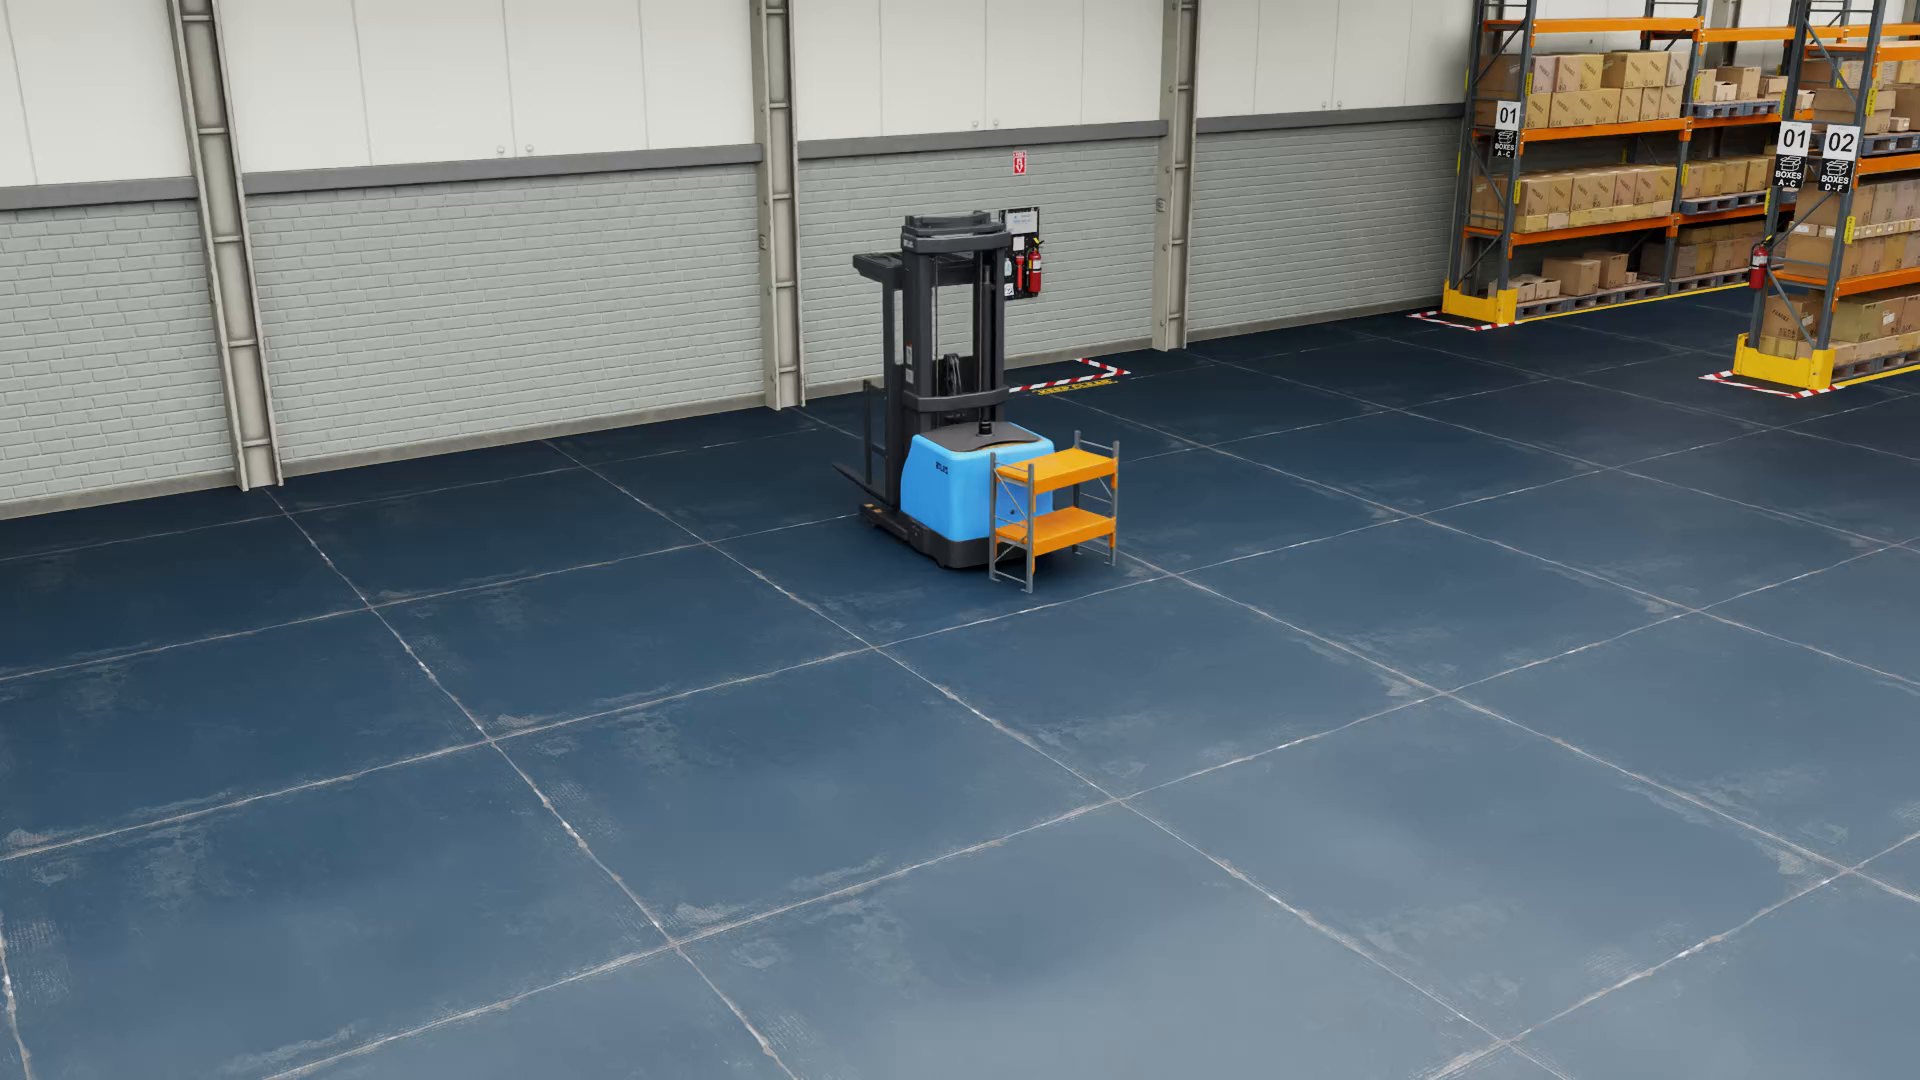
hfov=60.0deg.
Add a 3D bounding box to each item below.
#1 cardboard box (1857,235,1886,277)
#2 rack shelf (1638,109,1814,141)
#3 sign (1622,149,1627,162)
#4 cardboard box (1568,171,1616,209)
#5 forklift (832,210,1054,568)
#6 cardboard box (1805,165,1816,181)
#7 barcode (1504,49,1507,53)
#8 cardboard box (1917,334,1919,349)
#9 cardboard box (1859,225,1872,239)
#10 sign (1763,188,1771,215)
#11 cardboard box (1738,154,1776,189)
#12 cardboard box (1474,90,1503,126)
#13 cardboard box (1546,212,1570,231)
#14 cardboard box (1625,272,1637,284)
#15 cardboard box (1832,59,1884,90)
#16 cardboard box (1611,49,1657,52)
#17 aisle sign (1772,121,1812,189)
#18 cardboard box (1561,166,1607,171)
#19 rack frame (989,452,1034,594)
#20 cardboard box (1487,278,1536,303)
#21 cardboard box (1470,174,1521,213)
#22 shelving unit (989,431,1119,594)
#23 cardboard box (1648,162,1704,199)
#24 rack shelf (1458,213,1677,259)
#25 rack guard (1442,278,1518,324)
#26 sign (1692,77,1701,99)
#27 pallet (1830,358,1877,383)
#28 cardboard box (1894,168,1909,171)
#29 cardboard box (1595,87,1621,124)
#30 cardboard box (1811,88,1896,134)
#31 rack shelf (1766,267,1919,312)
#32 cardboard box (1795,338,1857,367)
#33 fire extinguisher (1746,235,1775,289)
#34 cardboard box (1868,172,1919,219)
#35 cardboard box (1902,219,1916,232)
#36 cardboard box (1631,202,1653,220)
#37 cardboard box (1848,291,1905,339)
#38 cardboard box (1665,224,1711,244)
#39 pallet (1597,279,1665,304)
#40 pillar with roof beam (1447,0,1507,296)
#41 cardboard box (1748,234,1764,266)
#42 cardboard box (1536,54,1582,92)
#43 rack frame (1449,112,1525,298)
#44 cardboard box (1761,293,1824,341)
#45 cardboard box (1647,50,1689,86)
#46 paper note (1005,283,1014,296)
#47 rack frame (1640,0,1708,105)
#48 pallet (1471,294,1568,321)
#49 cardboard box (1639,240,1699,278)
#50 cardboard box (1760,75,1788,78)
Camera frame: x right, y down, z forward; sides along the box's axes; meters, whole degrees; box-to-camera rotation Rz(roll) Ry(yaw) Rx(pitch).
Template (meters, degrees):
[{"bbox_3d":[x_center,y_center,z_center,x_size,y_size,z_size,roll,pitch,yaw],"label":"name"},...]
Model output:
[{"bbox_3d":[11.367,-3.697,21.341,0.500,0.500,0.700,-11,22,-30],"label":"cardboard box"},{"bbox_3d":[12.817,-6.939,27.525,4.000,0.370,1.077,-12,22,-31],"label":"rack shelf"},{"bbox_3d":[10.839,-6.203,27.100,0.005,0.325,0.100,-12,22,-31],"label":"sign"},{"bbox_3d":[9.648,-5.367,25.468,0.500,0.500,0.500,-11,22,-30],"label":"cardboard box"},{"bbox_3d":[-0.299,-1.575,15.327,1.130,2.935,3.031,-10,21,-26],"label":"forklift"},{"bbox_3d":[15.034,-6.426,28.916,0.500,0.500,0.500,-11,22,-30],"label":"cardboard box"},{"bbox_3d":[8.124,-7.287,24.777,0.075,0.075,0.001,-12,22,-31],"label":"barcode"},{"bbox_3d":[12.775,-2.761,22.365,0.500,0.250,0.500,-12,22,-31],"label":"cardboard box"},{"bbox_3d":[11.199,-3.891,20.901,0.250,0.149,0.380,-13,22,-33],"label":"cardboard box"},{"bbox_3d":[10.247,-4.286,21.060,0.005,0.325,0.100,-12,22,-31],"label":"sign"},{"bbox_3d":[13.649,-6.275,28.280,0.500,0.500,0.700,-14,23,-36],"label":"cardboard box"},{"bbox_3d":[8.015,-6.421,24.682,0.500,0.500,0.500,-10,21,-28],"label":"cardboard box"},{"bbox_3d":[8.814,-4.836,25.070,0.500,0.250,0.500,-13,22,-33],"label":"cardboard box"},{"bbox_3d":[10.717,-4.270,26.929,0.250,0.166,0.380,-16,24,-38],"label":"cardboard box"},{"bbox_3d":[15.744,-8.190,29.259,0.500,0.500,0.700,-11,21,-29],"label":"cardboard box"},{"bbox_3d":[10.581,-7.448,26.159,0.500,0.500,0.500,-11,22,-30],"label":"cardboard box"},{"bbox_3d":[10.317,-4.776,20.629,0.004,0.787,0.394,-12,22,-31],"label":"aisle sign"},{"bbox_3d":[9.786,-5.597,26.147,0.500,0.500,0.500,-11,22,-30],"label":"cardboard box"},{"bbox_3d":[0.429,-0.145,13.919,0.032,1.125,0.500,-16,24,-39],"label":"rack frame"},{"bbox_3d":[8.434,-3.834,25.414,0.500,0.311,0.500,-15,24,-37],"label":"cardboard box"},{"bbox_3d":[8.083,-5.235,25.079,0.500,0.500,0.500,-12,22,-32],"label":"cardboard box"},{"bbox_3d":[0.807,-0.254,14.241,1.048,1.125,0.538,-16,24,-39],"label":"shelving unit"},{"bbox_3d":[11.591,-5.843,27.000,0.500,0.500,0.700,-12,22,-31],"label":"cardboard box"},{"bbox_3d":[9.477,-4.813,25.921,4.000,0.370,1.077,-12,22,-31],"label":"rack shelf"},{"bbox_3d":[7.870,-3.631,25.204,0.348,0.500,1.175,-12,22,-31],"label":"rack guard"},{"bbox_3d":[11.452,-7.028,25.860,0.005,0.325,0.100,-12,22,-31],"label":"sign"},{"bbox_3d":[11.149,-2.302,21.725,1.213,0.211,1.003,-12,22,-31],"label":"pallet"},{"bbox_3d":[16.737,-6.786,29.981,0.500,0.500,0.500,-12,22,-31],"label":"cardboard box"},{"bbox_3d":[9.558,-6.549,25.062,0.500,0.500,0.500,-10,21,-28],"label":"cardboard box"},{"bbox_3d":[11.016,-5.313,20.556,0.637,0.503,0.797,-10,21,-28],"label":"cardboard box"},{"bbox_3d":[12.204,-3.489,22.004,4.000,0.370,1.077,-12,22,-31],"label":"rack shelf"},{"bbox_3d":[11.104,-2.409,21.323,0.500,0.250,0.500,-12,22,-31],"label":"cardboard box"},{"bbox_3d":[10.180,-3.544,21.165,0.183,0.674,0.296,-12,22,-31],"label":"fire extinguisher"},{"bbox_3d":[12.250,-4.499,21.686,0.500,0.500,0.700,-12,22,-31],"label":"cardboard box"},{"bbox_3d":[12.054,-4.071,21.434,0.250,0.149,0.380,-12,22,-32],"label":"cardboard box"},{"bbox_3d":[10.497,-5.195,26.129,0.500,0.250,0.500,-12,22,-31],"label":"cardboard box"},{"bbox_3d":[11.931,-2.944,21.736,0.500,0.500,0.500,-12,22,-31],"label":"cardboard box"},{"bbox_3d":[12.118,-5.098,27.687,0.500,0.250,0.500,-12,22,-33],"label":"cardboard box"},{"bbox_3d":[10.605,-4.057,26.917,1.213,0.211,1.003,-12,22,-31],"label":"pallet"},{"bbox_3d":[10.283,-6.847,21.446,0.400,9.000,9.100,-12,22,-31],"label":"pillar with roof beam"},{"bbox_3d":[13.421,-5.035,28.669,0.500,0.500,0.700,-12,22,-31],"label":"cardboard box"},{"bbox_3d":[8.708,-6.831,24.334,0.500,0.500,0.500,-12,22,-32],"label":"cardboard box"},{"bbox_3d":[7.806,-4.802,24.764,0.127,3.000,1.000,-12,22,-31],"label":"rack frame"},{"bbox_3d":[10.818,-2.903,21.615,0.500,0.500,0.500,-12,22,-31],"label":"cardboard box"},{"bbox_3d":[10.878,-7.297,25.713,0.500,0.500,0.500,-14,23,-36],"label":"cardboard box"},{"bbox_3d":[0.633,-3.244,21.533,0.142,0.148,0.016,-12,22,-31],"label":"paper note"},{"bbox_3d":[11.147,-8.348,25.887,0.127,3.000,1.000,-12,22,-31],"label":"rack frame"},{"bbox_3d":[8.568,-3.628,25.646,1.213,0.211,1.003,-12,22,-31],"label":"pallet"},{"bbox_3d":[11.752,-4.665,27.575,0.500,0.500,0.700,-11,22,-30],"label":"cardboard box"},{"bbox_3d":[13.760,-7.623,28.240,0.500,0.500,0.500,-12,22,-31],"label":"cardboard box"}]
